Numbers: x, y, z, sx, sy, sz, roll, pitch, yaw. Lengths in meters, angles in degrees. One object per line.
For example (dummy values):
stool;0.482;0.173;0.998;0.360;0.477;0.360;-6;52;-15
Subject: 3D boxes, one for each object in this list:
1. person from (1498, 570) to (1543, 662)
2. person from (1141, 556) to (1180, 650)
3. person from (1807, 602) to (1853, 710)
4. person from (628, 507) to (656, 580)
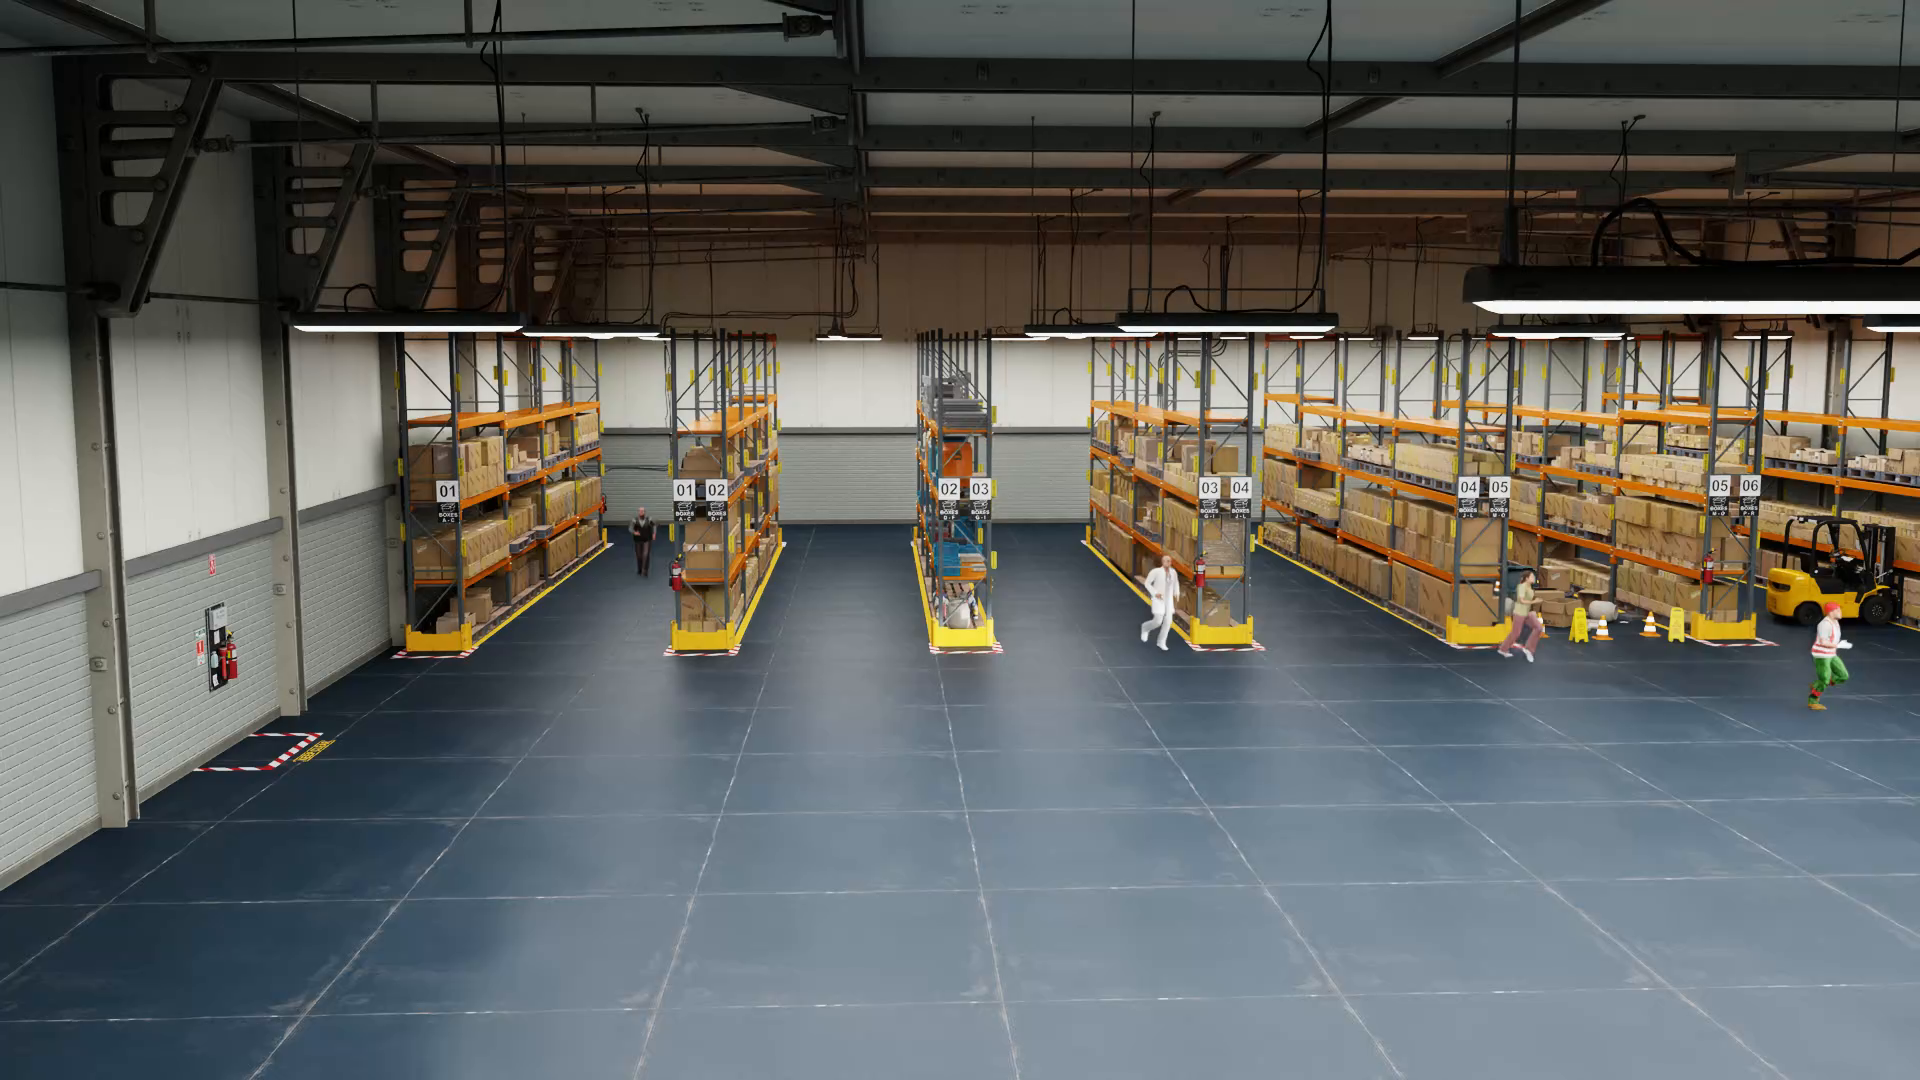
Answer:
person;10.135;1.361;30.047;0.798;1.674;0.601;5;8;36
person;3.830;1.173;31.556;0.764;1.779;0.774;-4;8;-27
person;13.560;1.812;25.885;0.707;1.728;0.657;-6;9;-41
person;-7.784;0.062;40.788;0.676;1.751;0.854;-1;7;-9
